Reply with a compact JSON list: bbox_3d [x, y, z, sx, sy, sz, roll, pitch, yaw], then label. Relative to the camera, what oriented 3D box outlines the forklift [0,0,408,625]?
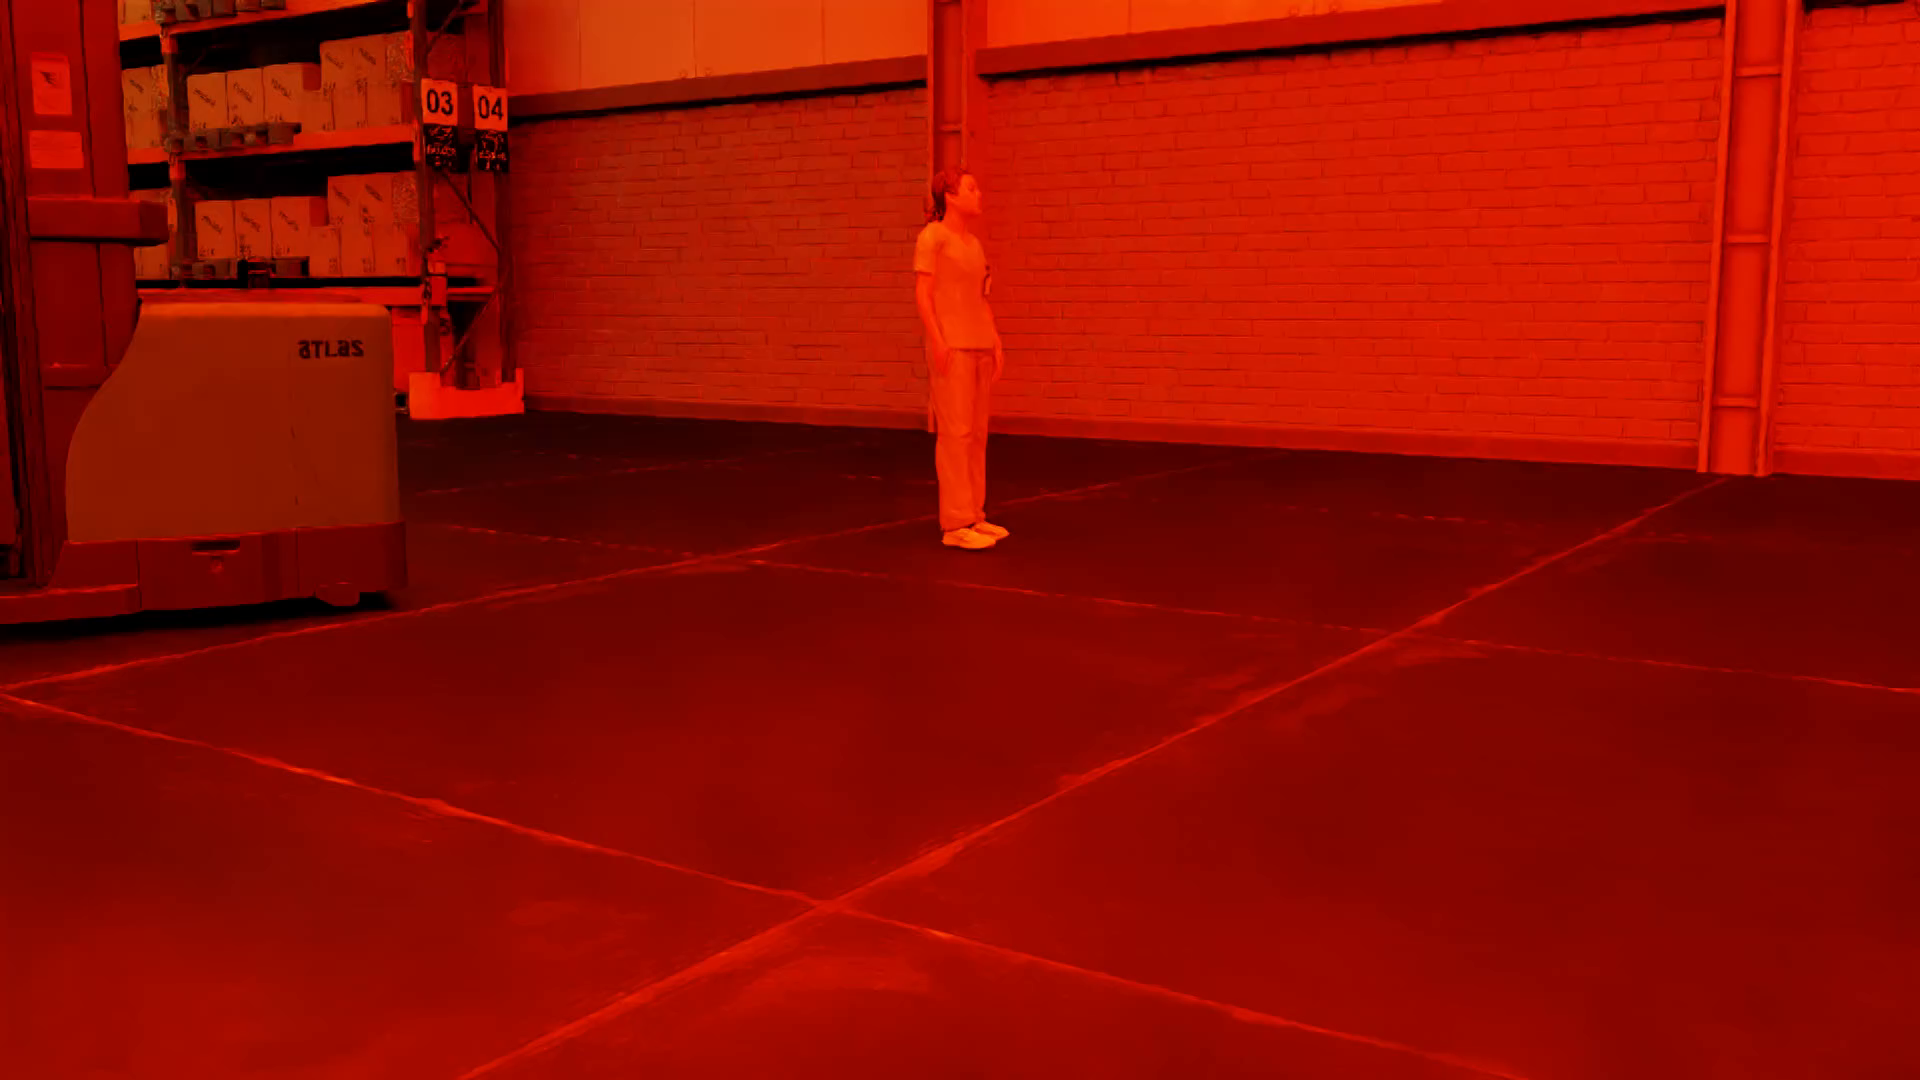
[{"bbox_3d":[-3.505,-1.164,5.376,3.031,2.935,1.130,-5,9,-30],"label":"forklift"}]

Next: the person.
[{"bbox_3d":[0.054,-0.829,7.433,0.548,1.674,0.550,5,10,34],"label":"person"}]
